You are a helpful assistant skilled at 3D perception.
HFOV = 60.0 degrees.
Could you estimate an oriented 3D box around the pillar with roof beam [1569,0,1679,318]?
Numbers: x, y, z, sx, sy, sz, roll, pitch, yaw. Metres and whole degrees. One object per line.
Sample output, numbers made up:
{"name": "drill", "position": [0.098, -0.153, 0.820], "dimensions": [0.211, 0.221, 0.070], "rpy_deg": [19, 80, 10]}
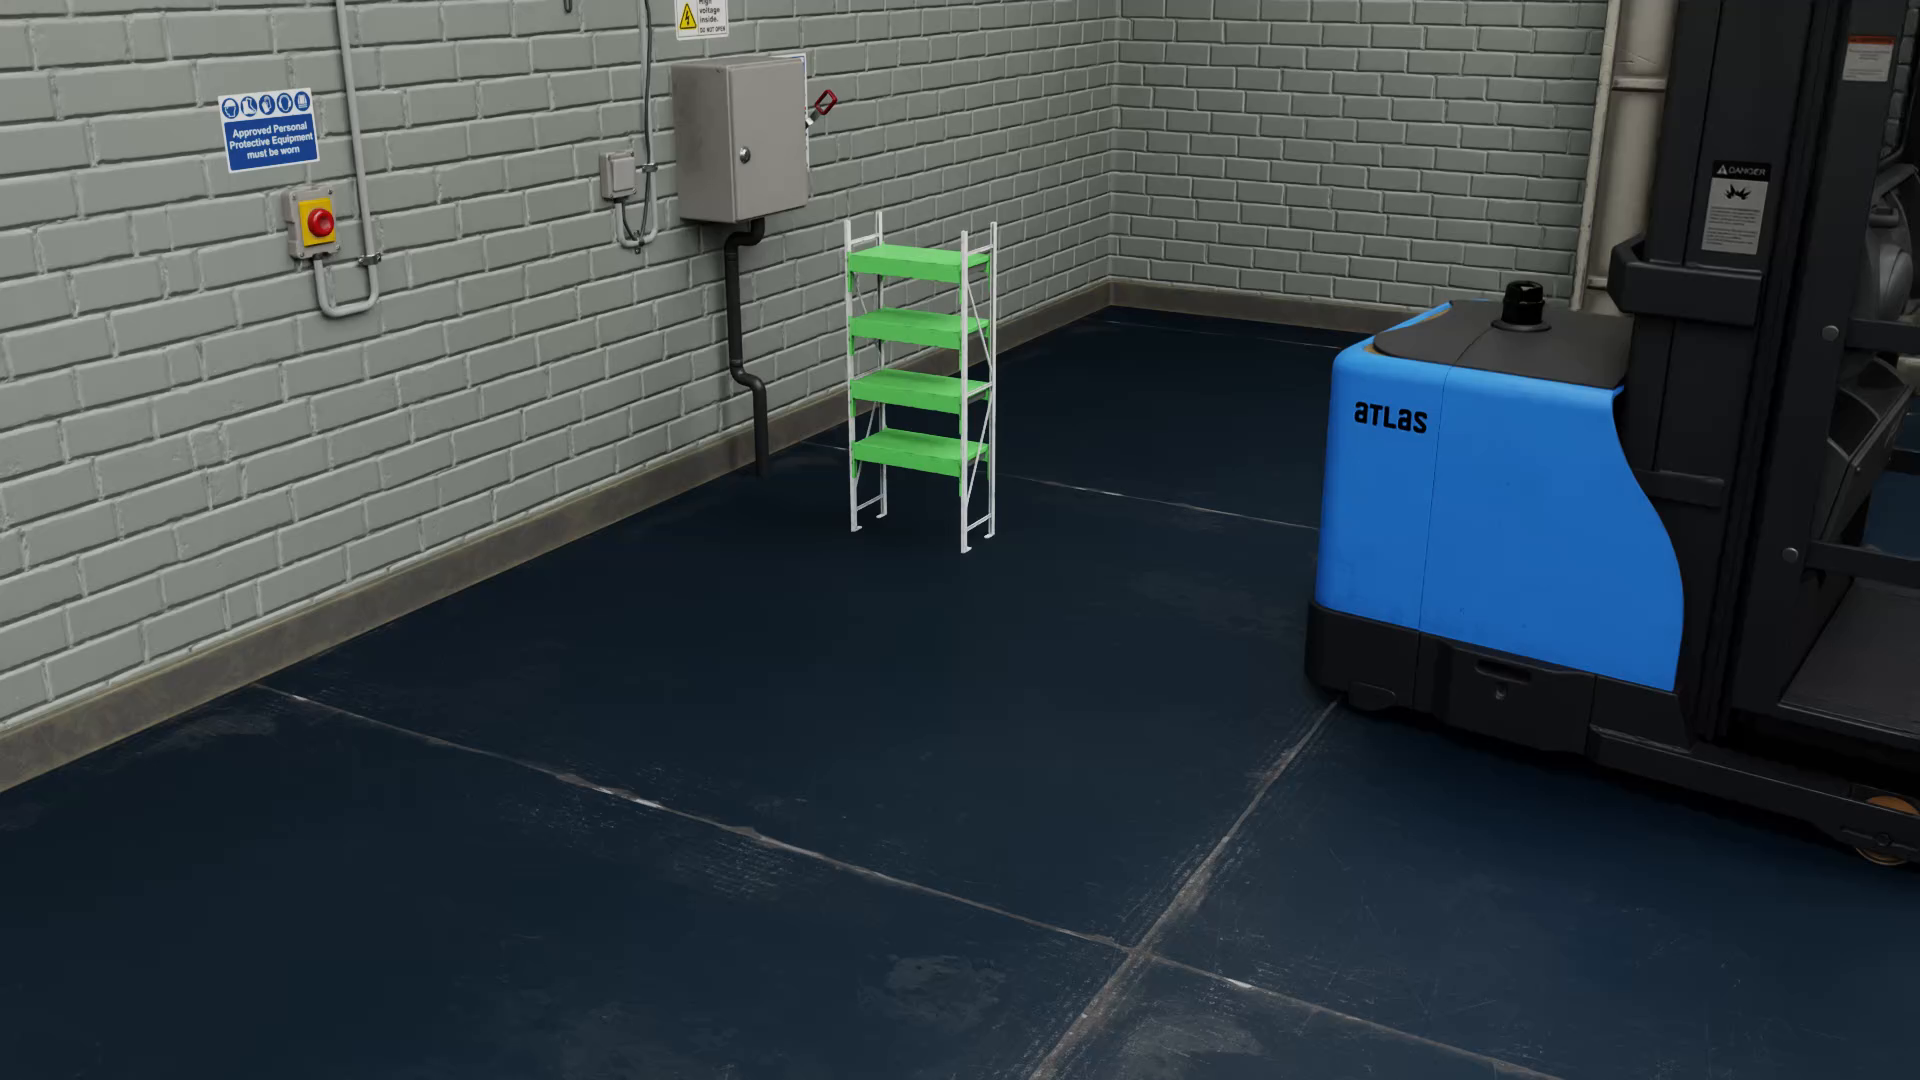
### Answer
{"name": "pillar with roof beam", "position": [1.379, -3.892, 3.897], "dimensions": [0.400, 9.000, 9.100], "rpy_deg": [11, 23, 27]}

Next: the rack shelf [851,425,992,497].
{"name": "rack shelf", "position": [-0.145, -0.306, 6.340], "dimensions": [0.480, 0.148, 0.258], "rpy_deg": [11, 23, 27]}

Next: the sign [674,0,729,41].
{"name": "sign", "position": [-1.015, -2.096, 6.534], "dimensions": [0.001, 0.242, 0.339], "rpy_deg": [11, 23, 27]}

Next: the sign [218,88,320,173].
{"name": "sign", "position": [-2.036, -1.212, 4.910], "dimensions": [0.001, 0.218, 0.327], "rpy_deg": [11, 23, 27]}

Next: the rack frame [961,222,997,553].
{"name": "rack frame", "position": [0.068, -0.551, 6.124], "dimensions": [0.015, 1.200, 0.240], "rpy_deg": [11, 23, 27]}

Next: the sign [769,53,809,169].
{"name": "sign", "position": [-0.747, -1.827, 7.142], "dimensions": [0.001, 0.494, 0.329], "rpy_deg": [11, 23, 27]}

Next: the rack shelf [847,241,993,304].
{"name": "rack shelf", "position": [-0.145, -0.983, 6.094], "dimensions": [0.480, 0.148, 0.258], "rpy_deg": [11, 23, 27]}

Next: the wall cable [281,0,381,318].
{"name": "wall cable", "position": [-1.959, -1.581, 4.789], "dimensions": [0.123, 1.953, 0.585], "rpy_deg": [11, 23, 27]}

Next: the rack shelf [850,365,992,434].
{"name": "rack shelf", "position": [-0.145, -0.532, 6.258], "dimensions": [0.480, 0.148, 0.258], "rpy_deg": [11, 23, 27]}

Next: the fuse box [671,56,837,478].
{"name": "fuse box", "position": [-0.807, -1.084, 6.845], "dimensions": [0.414, 1.711, 0.539], "rpy_deg": [11, 23, 27]}

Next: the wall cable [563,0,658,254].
{"name": "wall cable", "position": [-1.278, -1.991, 5.964], "dimensions": [0.122, 1.984, 0.588], "rpy_deg": [11, 23, 27]}

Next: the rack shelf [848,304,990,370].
{"name": "rack shelf", "position": [-0.145, -0.757, 6.176], "dimensions": [0.480, 0.148, 0.258], "rpy_deg": [11, 23, 27]}

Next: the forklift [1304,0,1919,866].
{"name": "forklift", "position": [2.532, -0.736, 4.095], "dimensions": [3.031, 2.935, 1.130], "rpy_deg": [14, 24, 34]}

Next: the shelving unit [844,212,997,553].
{"name": "shelving unit", "position": [-0.145, -0.592, 6.236], "dimensions": [0.503, 1.200, 0.258], "rpy_deg": [11, 23, 27]}

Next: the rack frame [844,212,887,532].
{"name": "rack frame", "position": [-0.358, -0.632, 6.348], "dimensions": [0.015, 1.200, 0.240], "rpy_deg": [11, 23, 27]}
